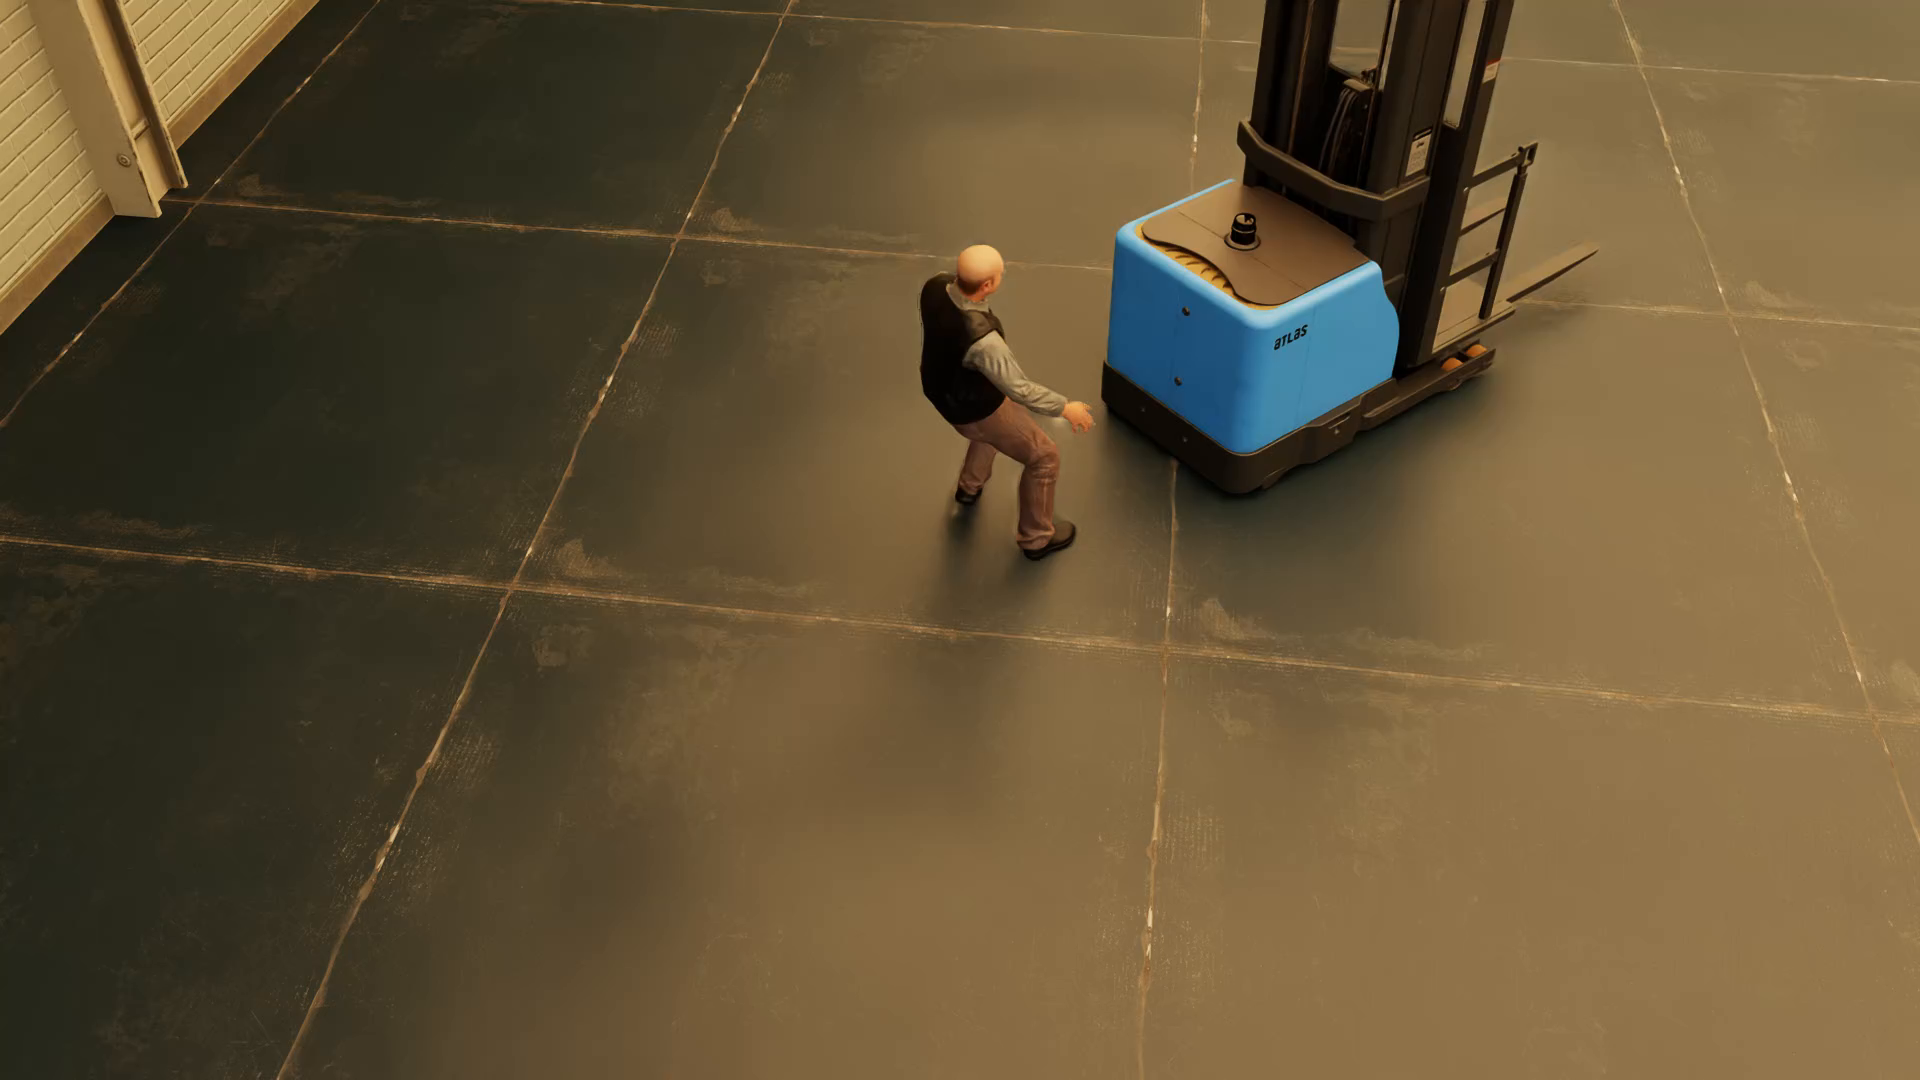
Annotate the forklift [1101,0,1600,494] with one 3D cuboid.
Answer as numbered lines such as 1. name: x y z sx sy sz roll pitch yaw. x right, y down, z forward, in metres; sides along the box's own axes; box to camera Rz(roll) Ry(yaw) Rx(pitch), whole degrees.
1. forklift: 2.206 -2.126 8.039 3.031 2.935 1.130 -28 49 -27

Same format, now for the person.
1. person: 0.164 -0.663 7.431 0.618 1.604 0.786 -20 46 -20
